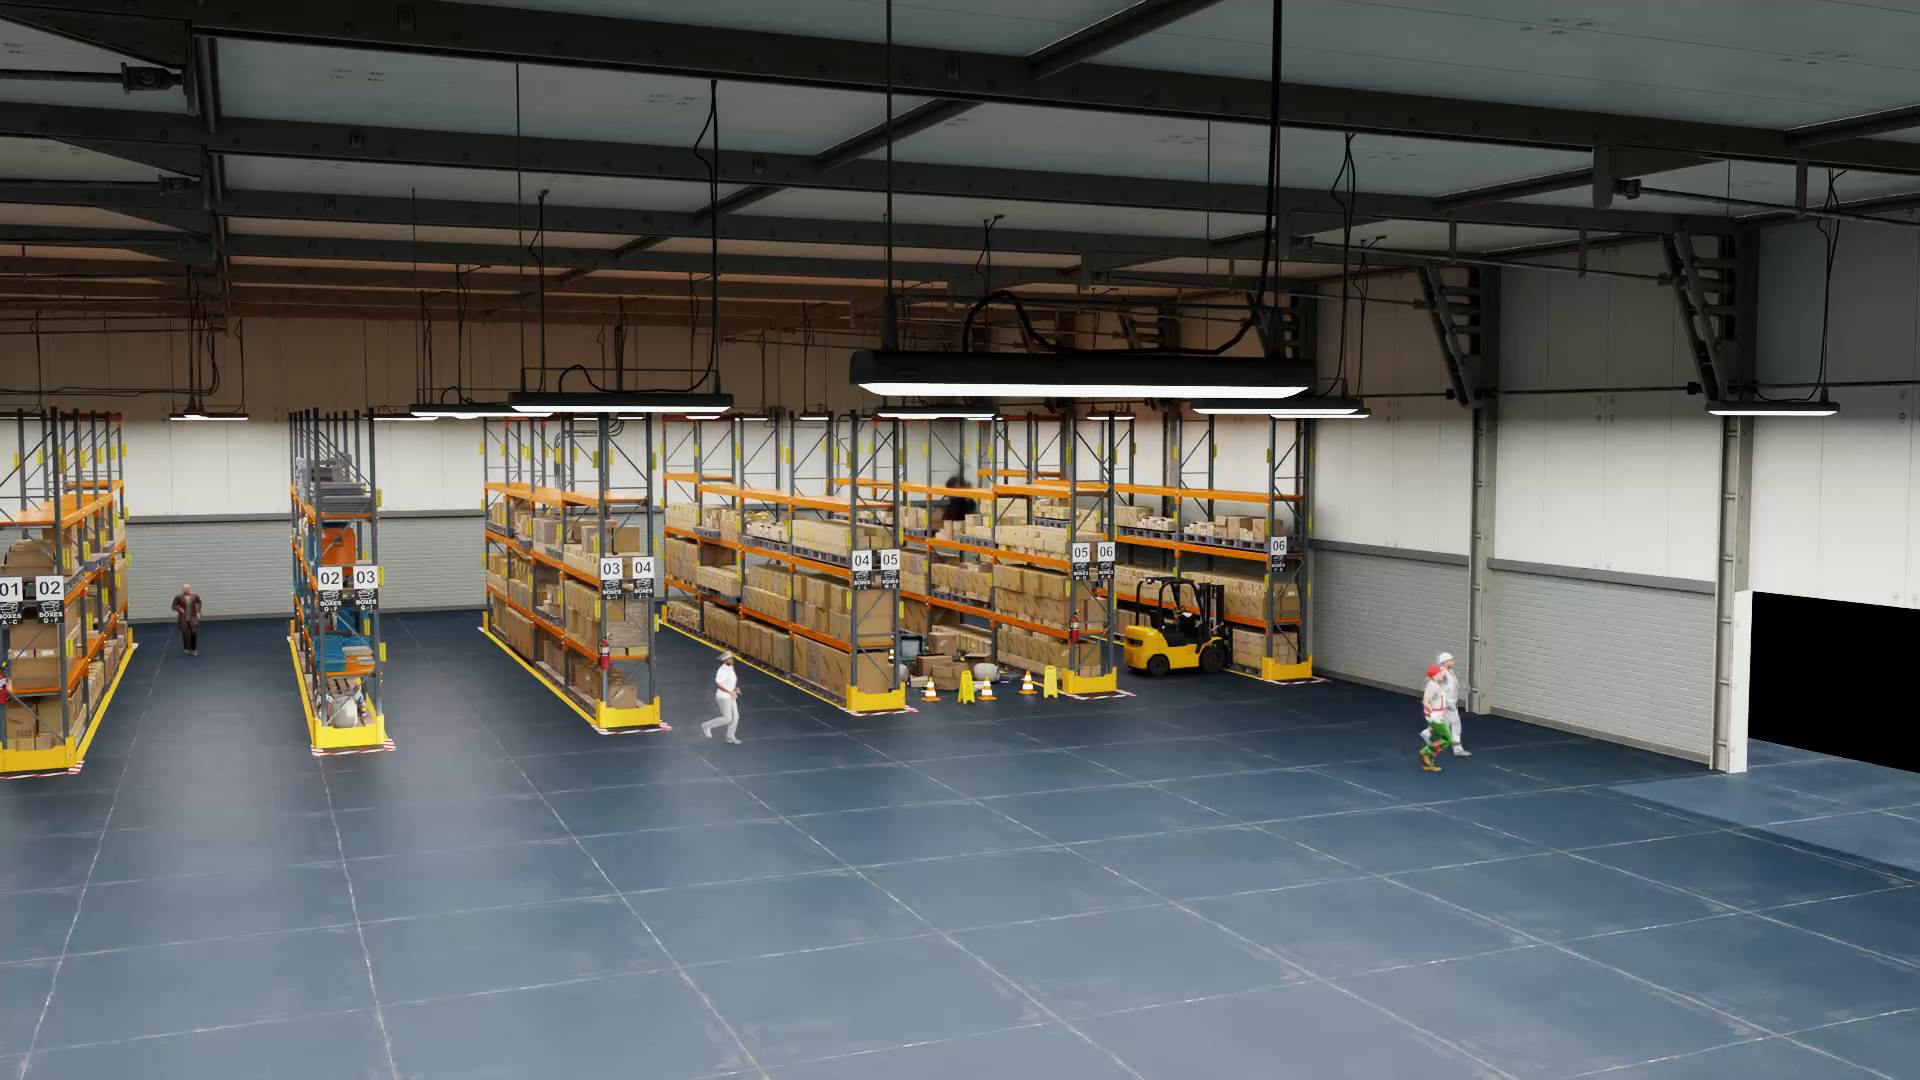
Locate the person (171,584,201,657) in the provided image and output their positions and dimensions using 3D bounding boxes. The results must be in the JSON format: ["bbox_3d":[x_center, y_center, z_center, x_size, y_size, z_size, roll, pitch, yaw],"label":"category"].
[{"bbox_3d":[-19.005,1.990,40.901,0.692,1.816,0.798,-2,5,-28],"label":"person"}]

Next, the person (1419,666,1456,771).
[{"bbox_3d":[7.857,2.935,27.341,0.585,1.738,0.658,1,4,13],"label":"person"}]

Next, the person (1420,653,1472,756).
[{"bbox_3d":[8.387,2.825,28.691,0.928,1.766,0.669,2,5,30],"label":"person"}]

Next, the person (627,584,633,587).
[{"bbox_3d":[-9.550,1.573,46.911,0.793,1.712,0.668,0,4,3],"label":"person"}]

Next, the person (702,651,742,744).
[{"bbox_3d":[-4.246,2.814,29.817,0.697,1.690,0.583,1,4,12],"label":"person"}]
